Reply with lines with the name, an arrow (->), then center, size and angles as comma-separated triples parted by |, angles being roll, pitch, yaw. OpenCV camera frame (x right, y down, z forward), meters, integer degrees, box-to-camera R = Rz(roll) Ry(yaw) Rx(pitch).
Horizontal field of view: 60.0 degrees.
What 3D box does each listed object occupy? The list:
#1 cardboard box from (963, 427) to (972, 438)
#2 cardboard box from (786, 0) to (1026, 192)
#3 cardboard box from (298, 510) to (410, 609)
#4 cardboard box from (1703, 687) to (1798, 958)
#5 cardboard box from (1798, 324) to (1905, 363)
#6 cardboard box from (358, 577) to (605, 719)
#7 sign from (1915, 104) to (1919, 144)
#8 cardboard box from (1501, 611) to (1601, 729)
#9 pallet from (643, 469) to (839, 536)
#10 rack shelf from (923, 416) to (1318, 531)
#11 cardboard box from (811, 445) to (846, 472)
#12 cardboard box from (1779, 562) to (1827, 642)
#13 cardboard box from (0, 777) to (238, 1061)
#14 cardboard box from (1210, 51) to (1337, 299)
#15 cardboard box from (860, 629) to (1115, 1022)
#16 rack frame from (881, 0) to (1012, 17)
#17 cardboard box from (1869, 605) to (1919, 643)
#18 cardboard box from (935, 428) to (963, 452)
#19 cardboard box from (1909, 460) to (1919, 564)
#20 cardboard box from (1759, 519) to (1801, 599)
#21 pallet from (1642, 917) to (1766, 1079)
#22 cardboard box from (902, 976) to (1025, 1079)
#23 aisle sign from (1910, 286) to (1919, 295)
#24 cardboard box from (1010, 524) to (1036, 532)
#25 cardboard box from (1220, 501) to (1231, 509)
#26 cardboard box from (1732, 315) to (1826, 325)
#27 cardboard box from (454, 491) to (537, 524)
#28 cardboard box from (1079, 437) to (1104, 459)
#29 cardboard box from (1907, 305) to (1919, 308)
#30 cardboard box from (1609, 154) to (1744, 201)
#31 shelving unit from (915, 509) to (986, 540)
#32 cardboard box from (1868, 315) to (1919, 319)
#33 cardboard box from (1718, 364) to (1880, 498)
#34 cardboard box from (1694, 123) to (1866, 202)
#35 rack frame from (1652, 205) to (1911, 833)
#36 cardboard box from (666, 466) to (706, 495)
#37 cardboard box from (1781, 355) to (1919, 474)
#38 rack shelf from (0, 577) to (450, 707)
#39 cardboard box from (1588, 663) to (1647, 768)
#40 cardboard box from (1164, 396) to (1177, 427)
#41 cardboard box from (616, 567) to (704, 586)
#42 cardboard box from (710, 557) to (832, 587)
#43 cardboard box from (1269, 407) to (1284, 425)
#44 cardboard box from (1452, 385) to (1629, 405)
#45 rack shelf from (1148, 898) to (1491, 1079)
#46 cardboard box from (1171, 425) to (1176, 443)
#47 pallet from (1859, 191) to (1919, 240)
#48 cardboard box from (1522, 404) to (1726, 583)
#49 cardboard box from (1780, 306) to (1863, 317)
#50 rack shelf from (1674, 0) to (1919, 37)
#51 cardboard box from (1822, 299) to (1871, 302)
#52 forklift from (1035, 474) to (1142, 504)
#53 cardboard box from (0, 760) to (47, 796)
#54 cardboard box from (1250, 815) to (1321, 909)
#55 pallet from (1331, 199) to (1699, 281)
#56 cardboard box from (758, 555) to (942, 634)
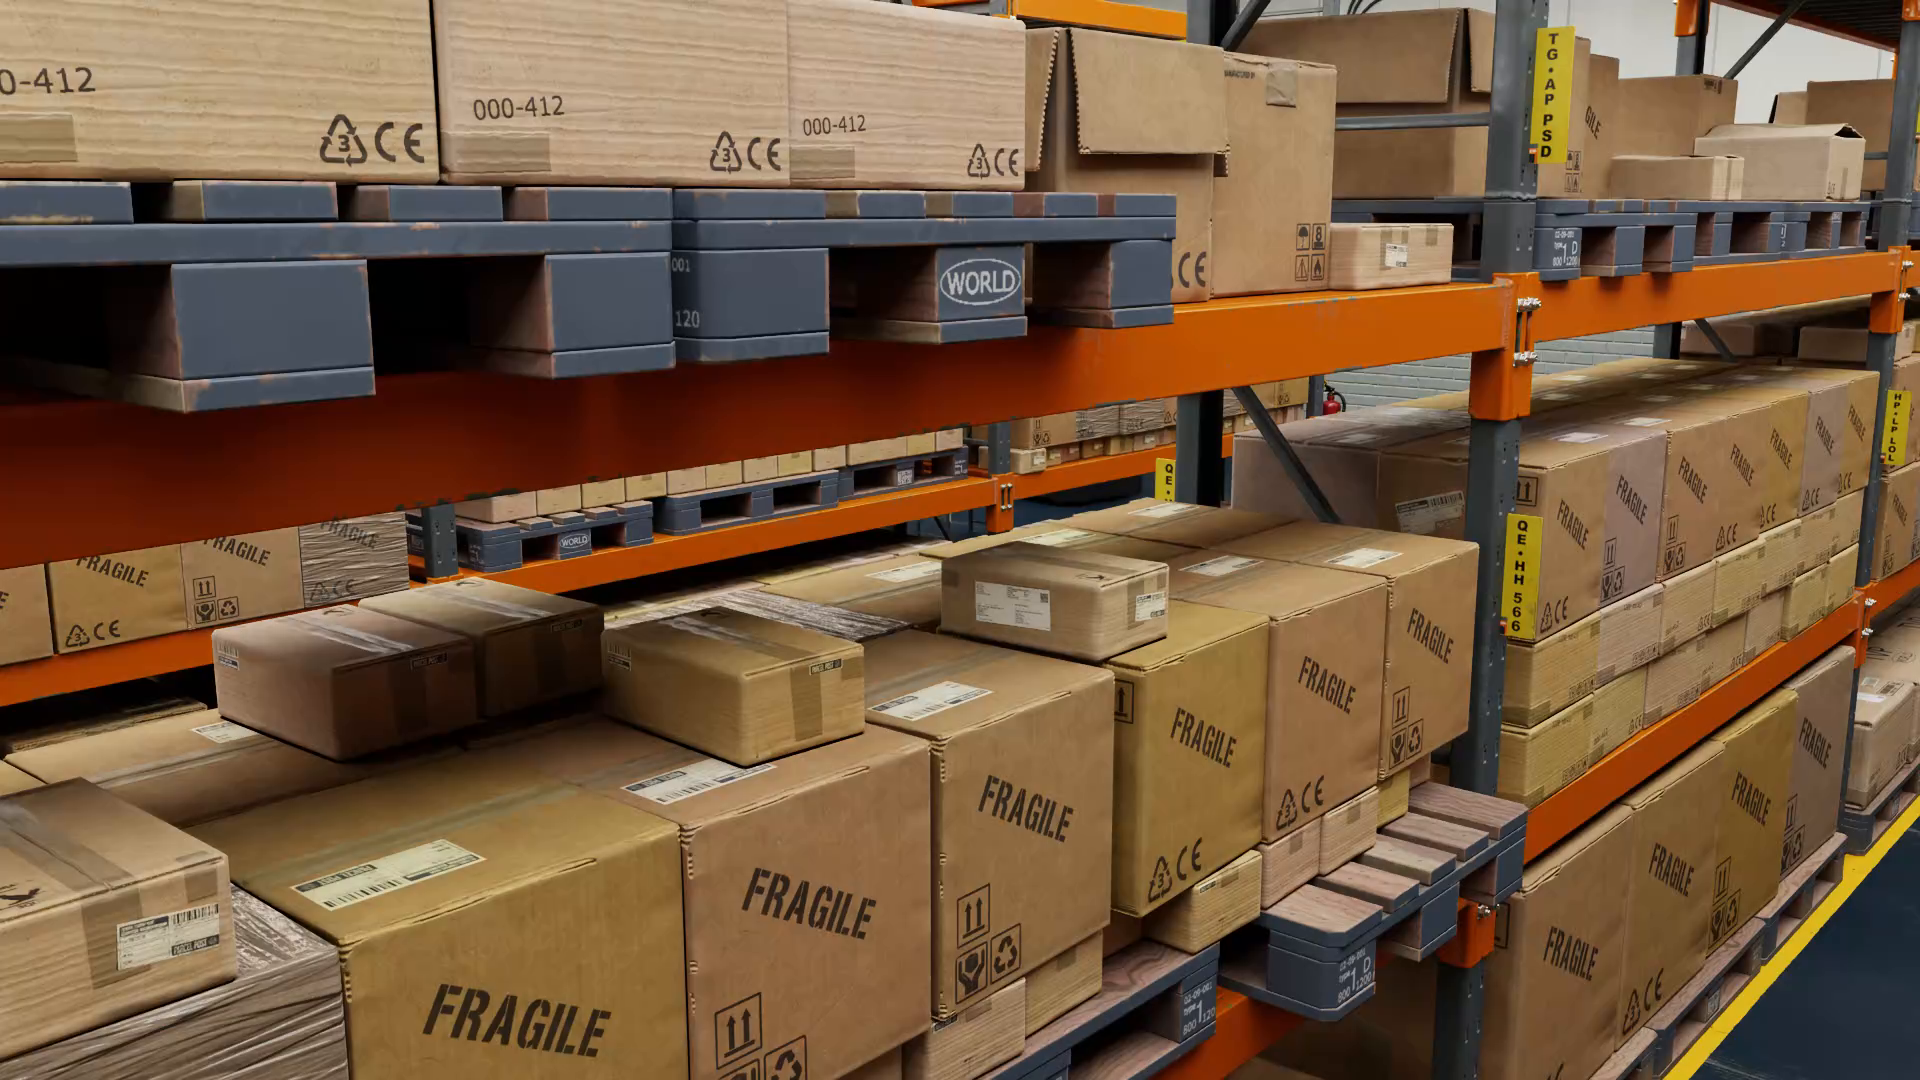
cardboard box -> 0.016, -0.960, 11.384 | 0.500, 0.500, 0.500 | 10, 15, 40
cardboard box -> -0.251, -0.645, 2.471 | 0.500, 0.250, 0.500 | 10, 15, 40
cardboard box -> -2.827, -0.017, 7.422 | 0.500, 0.500, 0.500 | 10, 15, 40
cardboard box -> 2.754, 1.039, 6.742 | 0.875, 0.875, 0.875 | 10, 15, 42
cardboard box -> 4.097, -0.903, 7.647 | 0.380, 0.149, 0.250 | 9, 15, 40
cardboard box -> -0.844, 0.182, 2.937 | 0.380, 0.149, 0.250 | 9, 14, 38
sign -> 4.108, -1.843, 7.035 | 0.100, 0.325, 0.005 | 10, 15, 40
cardboard box -> 1.573, 0.342, 4.987 | 0.500, 0.250, 0.500 | 10, 15, 40
pallet -> -1.456, -0.272, 9.441 | 1.003, 0.211, 1.213 | 10, 15, 40
rack shelf -> 1.229, -0.599, 12.428 | 1.077, 0.370, 4.000 | 10, 15, 40
cardboard box -> -0.887, -0.503, 9.680 | 0.380, 0.149, 0.250 | 9, 14, 38
cardboard box -> 3.250, 0.214, 6.901 | 0.500, 0.250, 0.500 | 9, 15, 40
cardboard box -> -1.011, 0.402, 1.835 | 0.380, 0.149, 0.250 | 10, 15, 40
cardboard box -> 0.420, -0.826, 3.812 | 0.700, 0.500, 0.500 | 10, 15, 40
cardboard box -> -0.065, 0.490, 3.051 | 0.500, 0.500, 0.500 | 9, 14, 38
rack frame -> -0.091, -3.599, 10.296 | 1.000, 3.000, 0.127 | 10, 15, 40
cardboard box -> 5.376, 0.675, 9.680 | 0.875, 0.438, 0.875 | 10, 15, 42
cardboard box -> -0.205, -0.656, 10.447 | 0.380, 0.149, 0.250 | 9, 15, 39
cardboard box -> 4.535, -0.190, 8.288 | 0.500, 0.500, 0.500 | 10, 15, 41
cardboard box -> 2.923, 0.044, 6.479 | 0.500, 0.250, 0.500 | 10, 15, 42
pallet -> 2.436, 1.639, 6.507 | 1.003, 0.211, 1.213 | 10, 15, 40
cardboard box -> -0.104, 0.833, 2.989 | 0.380, 0.149, 0.250 | 11, 15, 42
aisle sign -> 6.164, -1.944, 10.687 | 0.394, 0.787, 0.004 | 10, 15, 40
cardboard box -> 0.585, -0.003, 12.296 | 0.380, 0.149, 0.250 | 9, 14, 38
cardboard box -> 2.181, -0.206, 13.308 | 0.380, 0.149, 0.250 | 10, 15, 41
cardboard box -> 4.085, -1.037, 8.317 | 0.380, 0.149, 0.250 | 10, 15, 40
cardboard box -> -2.285, -0.192, 8.120 | 0.380, 0.149, 0.250 | 10, 15, 40
cardboard box -> 0.776, -0.667, 11.570 | 0.380, 0.149, 0.250 | 9, 14, 38
cardboard box -> 5.446, -1.205, 9.160 | 0.380, 0.149, 0.250 | 10, 15, 42
cardboard box -> 2.558, -1.297, 5.952 | 0.250, 0.166, 0.380 | -11, 15, -43
shelving unit -> -0.004, -0.734, 15.098 | 0.431, 1.500, 0.755 | 10, 15, 40
cardboard box -> 4.798, -1.050, 8.382 | 0.380, 0.149, 0.250 | 9, 15, 39
cardboard box -> 3.587, -0.474, 7.155 | 0.500, 0.500, 0.500 | 10, 15, 42
cardboard box -> 3.270, -1.509, 6.643 | 0.500, 0.311, 0.500 | 10, 15, 40
rack frame -> 3.694, -0.032, 7.754 | 1.000, 3.000, 0.127 | 10, 15, 40
cardboard box -> -1.579, -0.350, 8.914 | 0.380, 0.149, 0.250 | 10, 15, 42
cardboard box -> 4.190, -0.611, 7.840 | 0.500, 0.500, 0.500 | 10, 15, 41
rack shelf -> -4.052, 0.578, 6.535 | 1.077, 0.370, 4.000 | 10, 15, 40
cardboard box -> 1.891, 0.512, 5.410 | 0.500, 0.250, 0.500 | 9, 15, 39
cardboard box -> 1.437, -1.119, 12.177 | 0.500, 0.500, 0.500 | 11, 16, 43
cardboard box -> -1.805, 0.300, 9.484 | 0.500, 0.250, 0.500 | 10, 15, 42
cardboard box -> -1.081, 0.290, 9.533 | 0.500, 0.250, 0.500 | 9, 14, 38
cardboard box -> 2.354, -1.007, 13.273 | 0.380, 0.149, 0.250 | 10, 15, 40
cardboard box -> 2.203, -0.315, 6.363 | 0.500, 0.500, 0.500 | 9, 15, 39
rack shelf -> -0.267, 1.203, 3.405 | 1.077, 0.370, 4.000 | 10, 15, 40
cardboard box -> 1.467, -0.819, 12.334 | 0.380, 0.149, 0.250 | 10, 15, 41
pallet -> 4.242, -1.579, 8.065 | 1.003, 0.211, 1.213 | 10, 15, 40
cardboard box -> 2.236, -0.173, 5.648 | 0.500, 0.500, 0.500 | 10, 15, 42
cardboard box -> 4.700, -1.194, 9.107 | 0.380, 0.149, 0.250 | 10, 15, 40
rack shelf -> 2.373, -2.131, 5.803 | 1.077, 0.370, 4.000 | 10, 15, 40
cardboard box -> 5.354, -1.350, 9.885 | 0.380, 0.149, 0.250 | 9, 14, 39
forklift -> 0.565, -2.030, 17.932 | 1.130, 2.935, 3.031 | -10, 15, -40
cardboard box -> -1.455, 0.646, 2.270 | 0.500, 0.500, 0.500 | 9, 15, 39
cardboard box -> 0.586, 0.680, 3.758 | 0.380, 0.149, 0.250 | 9, 14, 38
pallet -> 1.438, -0.924, 5.041 | 1.213, 0.211, 1.003 | 11, 16, 43
cardboard box -> -0.102, 0.348, 3.762 | 0.500, 0.500, 0.500 | 10, 15, 41
